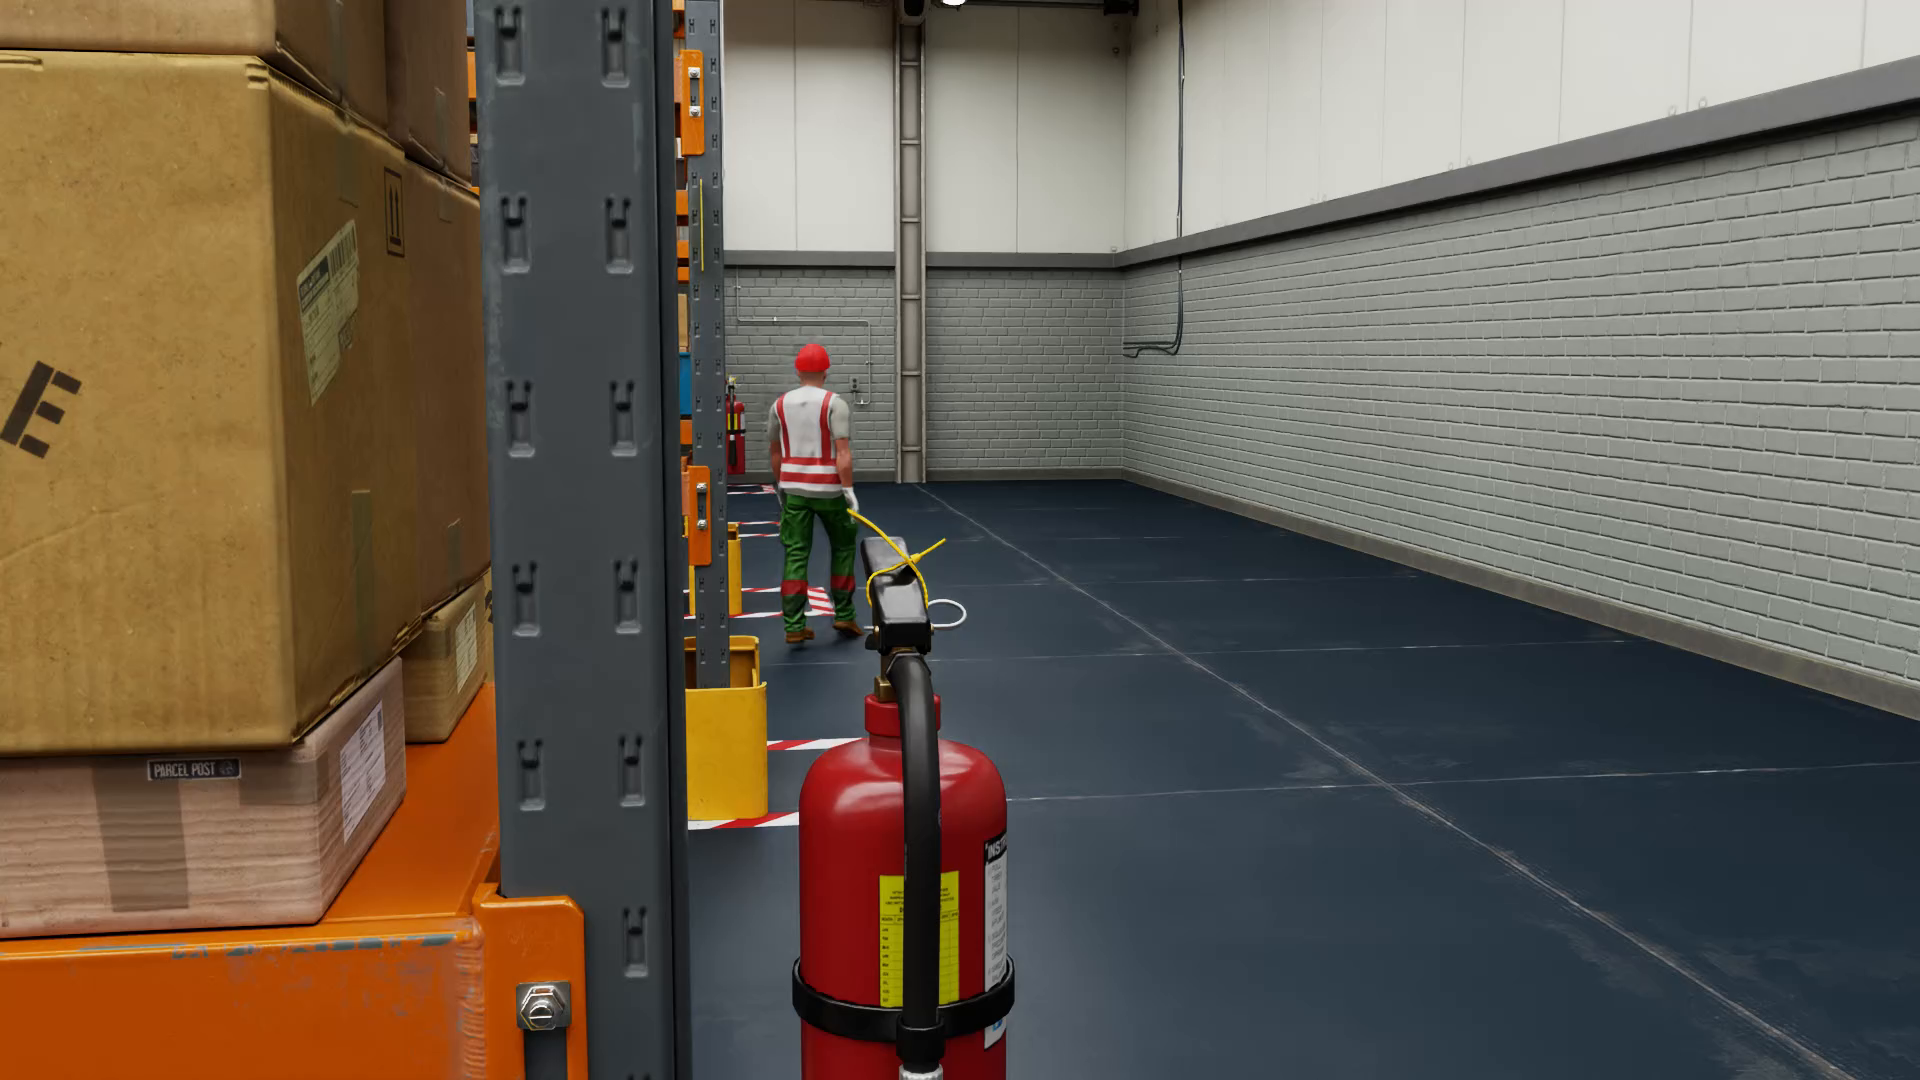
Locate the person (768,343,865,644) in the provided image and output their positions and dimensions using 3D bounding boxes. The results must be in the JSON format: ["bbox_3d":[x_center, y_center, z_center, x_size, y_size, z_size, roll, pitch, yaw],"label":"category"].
[{"bbox_3d":[-0.850,-0.263,9.997,0.595,1.830,0.727,1,7,12],"label":"person"}]
